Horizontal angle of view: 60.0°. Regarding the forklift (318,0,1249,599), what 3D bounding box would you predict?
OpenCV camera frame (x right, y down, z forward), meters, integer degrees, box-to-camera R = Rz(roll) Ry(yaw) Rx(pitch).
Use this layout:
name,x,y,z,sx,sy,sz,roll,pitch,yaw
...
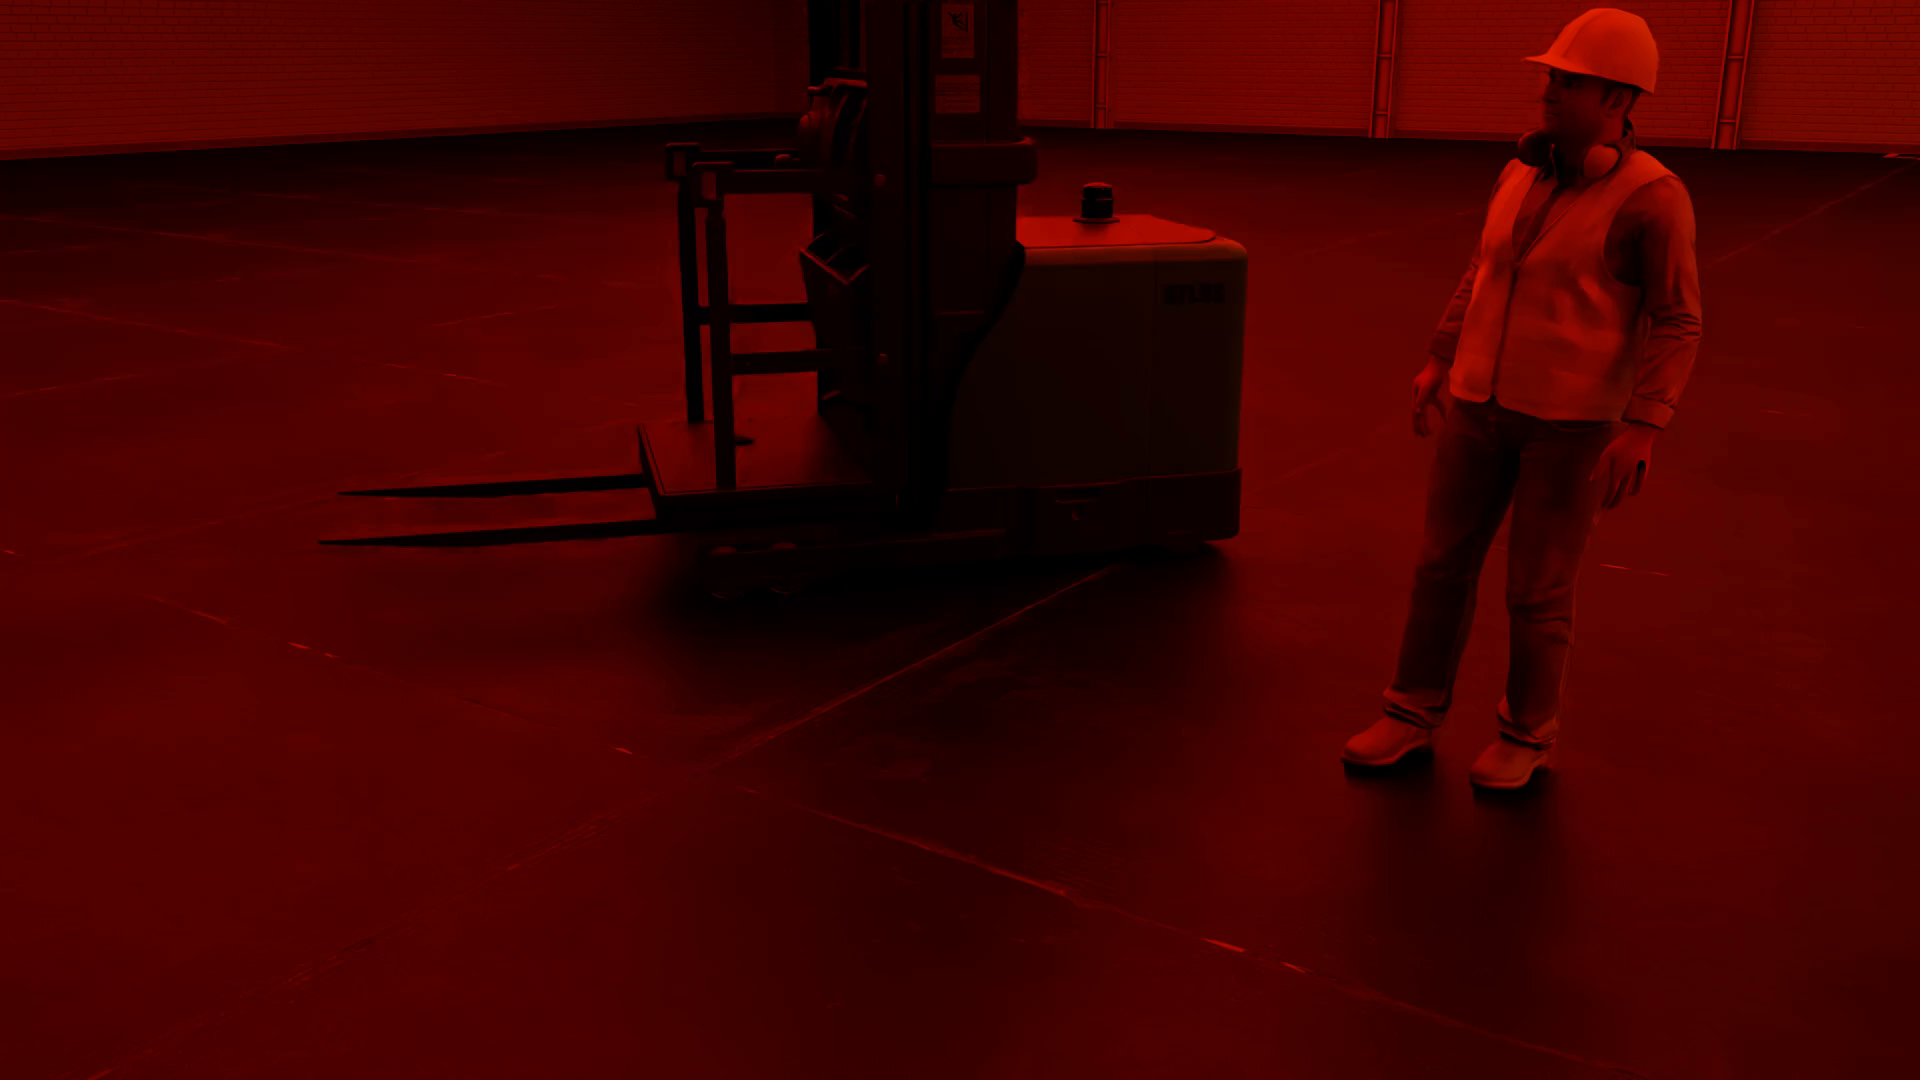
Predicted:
name,x,y,z,sx,sy,sz,roll,pitch,yaw
forklift,-0.602,-1.383,5.457,3.031,2.935,1.130,-4,17,-14

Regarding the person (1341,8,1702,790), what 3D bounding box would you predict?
name,x,y,z,sx,sy,sz,roll,pitch,yaw
person,1.277,-0.286,3.806,0.549,1.775,0.679,-11,20,-33
